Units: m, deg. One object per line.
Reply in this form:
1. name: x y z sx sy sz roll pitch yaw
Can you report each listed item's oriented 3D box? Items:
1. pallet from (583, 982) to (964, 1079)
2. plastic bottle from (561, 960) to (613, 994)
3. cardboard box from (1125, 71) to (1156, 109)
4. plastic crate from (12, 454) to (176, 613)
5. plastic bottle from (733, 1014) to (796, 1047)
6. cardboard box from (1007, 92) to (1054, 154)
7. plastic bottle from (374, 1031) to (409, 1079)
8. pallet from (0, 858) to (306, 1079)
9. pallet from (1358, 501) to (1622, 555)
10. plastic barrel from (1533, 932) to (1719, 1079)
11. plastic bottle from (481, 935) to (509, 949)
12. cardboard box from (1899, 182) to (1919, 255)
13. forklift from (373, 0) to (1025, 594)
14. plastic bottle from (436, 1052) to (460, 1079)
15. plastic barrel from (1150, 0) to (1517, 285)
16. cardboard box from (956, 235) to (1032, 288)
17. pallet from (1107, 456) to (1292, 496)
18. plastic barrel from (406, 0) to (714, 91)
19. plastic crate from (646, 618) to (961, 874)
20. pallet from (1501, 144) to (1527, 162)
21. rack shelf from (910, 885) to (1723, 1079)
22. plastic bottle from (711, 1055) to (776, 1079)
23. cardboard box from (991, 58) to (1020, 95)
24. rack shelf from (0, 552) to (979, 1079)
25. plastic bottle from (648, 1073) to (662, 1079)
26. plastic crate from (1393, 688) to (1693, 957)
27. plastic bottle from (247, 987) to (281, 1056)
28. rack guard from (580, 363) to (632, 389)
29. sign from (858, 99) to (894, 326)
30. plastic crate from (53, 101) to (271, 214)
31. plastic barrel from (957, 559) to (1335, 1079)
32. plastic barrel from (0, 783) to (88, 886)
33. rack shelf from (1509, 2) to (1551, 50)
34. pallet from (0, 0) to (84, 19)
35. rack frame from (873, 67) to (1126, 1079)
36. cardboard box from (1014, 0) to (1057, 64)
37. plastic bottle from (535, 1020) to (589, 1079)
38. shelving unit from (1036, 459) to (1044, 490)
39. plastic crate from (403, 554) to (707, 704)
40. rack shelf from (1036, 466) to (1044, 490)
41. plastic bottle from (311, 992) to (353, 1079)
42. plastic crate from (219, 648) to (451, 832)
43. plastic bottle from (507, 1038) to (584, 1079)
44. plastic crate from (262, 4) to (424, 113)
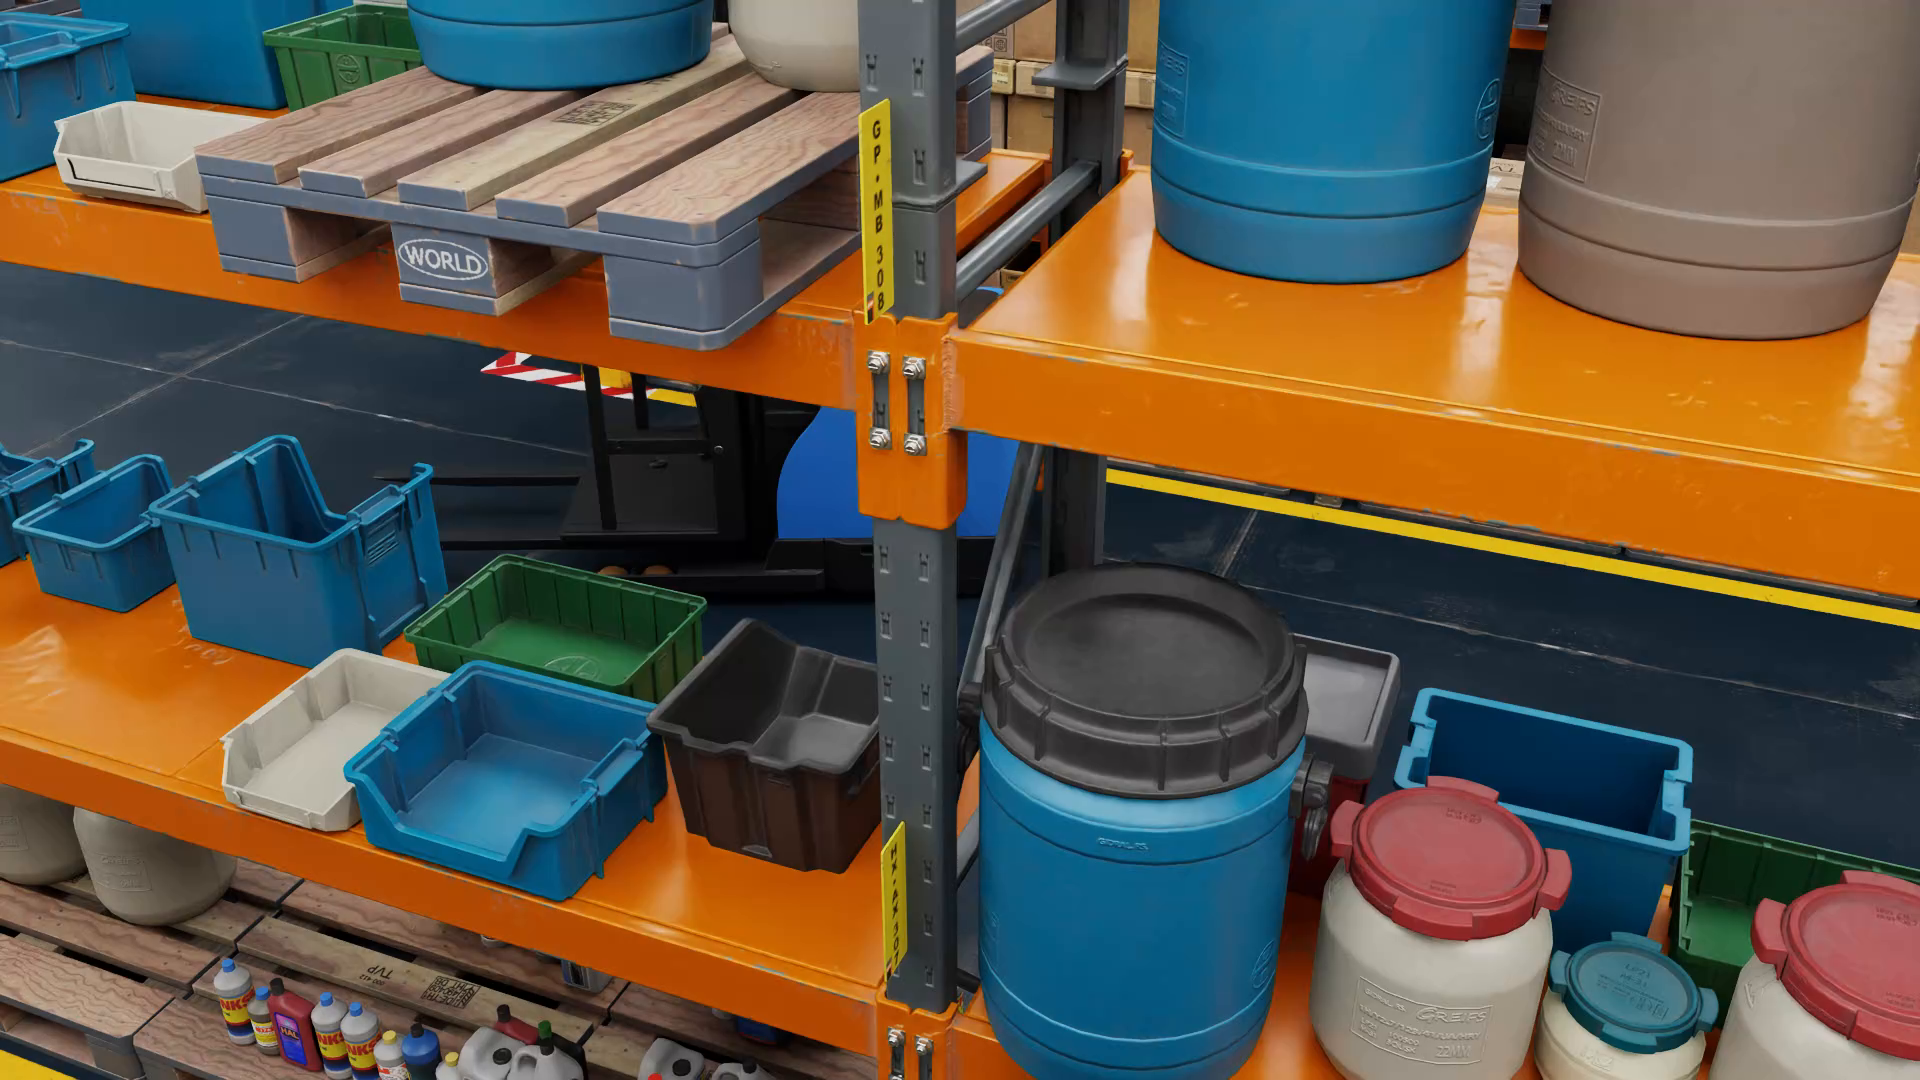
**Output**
1. pallet: -0.515 1.638 4.637 1.213 0.211 1.003 11 31 19
2. plastic bottle: -1.102 1.182 4.931 0.135 0.276 0.152 11 31 19
3. cardboard box: 0.909 -2.111 7.675 0.250 0.149 0.380 11 31 19
4. plastic crate: -2.439 -0.029 4.903 0.408 0.251 0.499 11 31 19
5. plastic bottle: -0.555 1.257 4.723 0.185 0.351 0.144 11 31 19
6. cardboard box: 0.589 -2.002 8.142 0.500 0.500 0.700 12 32 20
7. plastic bottle: -1.550 1.432 4.565 0.097 0.201 0.097 0 29 0
8. pallet: -2.776 1.187 5.435 1.213 0.211 1.003 11 31 19
9. pallet: 2.655 -0.358 8.168 1.213 0.211 1.003 11 31 19
10. plastic barrel: 1.260 0.943 3.174 0.301 0.262 0.301 0 29 0
11. plastic bottle: -1.426 1.139 5.083 0.097 0.201 0.097 0 29 0
12. cardboard box: 4.103 -1.297 6.894 0.500 0.500 0.500 10 31 16
13. forklift: -1.242 -1.257 6.996 3.031 2.935 1.130 -1 29 -1
14. plastic bottle: -1.360 1.470 4.497 0.097 0.201 0.097 0 29 0
15. plastic barrel: 0.644 -0.961 2.844 0.708 0.901 0.600 11 31 19
16. cardboard box: 0.053 -1.263 8.542 0.500 0.500 0.500 11 31 19
17. pallet: 1.236 -0.642 8.672 1.213 0.211 1.003 11 31 19
18. plastic barrel: -0.790 -1.372 3.145 0.708 0.901 0.600 11 31 19
19. plastic crate: -0.346 0.440 3.986 0.504 0.338 0.767 11 31 19
20. pallet: 4.538 -2.592 12.122 1.213 0.211 1.003 11 31 19
21. rack shelf: 1.945 1.251 3.220 4.000 0.370 1.077 11 31 19
22. plastic bottle: -0.559 1.476 4.335 0.185 0.351 0.144 11 31 19
23. cardboard box: 0.202 -2.252 7.925 0.250 0.149 0.380 12 32 21
24. rack shelf: -1.762 0.511 4.529 4.000 0.370 1.077 11 31 19
25. plastic bottle: -0.791 1.506 4.282 0.185 0.351 0.144 10 31 17
26. plastic crate: 1.231 0.637 3.591 0.575 0.384 0.392 11 31 19
27. plastic bottle: -1.956 1.351 4.708 0.097 0.201 0.097 0 29 0
28. rack guard: -1.771 -1.346 9.624 0.348 0.500 1.175 11 31 19
29. sign: -0.126 -0.493 2.517 0.005 0.325 0.100 11 31 19
30. plastic crate: -1.548 -0.736 3.223 0.396 0.136 0.243 11 31 19
31. plastic barrel: 0.336 0.559 3.203 0.708 0.901 0.600 11 31 19
32. plastic barrel: -2.976 0.815 5.361 0.421 0.512 0.421 0 29 0
33. rack shelf: 5.670 -3.266 11.211 4.000 0.370 1.077 11 31 19
34. pallet: -2.885 -1.198 3.965 1.213 0.211 1.003 11 31 19
35. rack frame: 0.092 0.568 3.697 0.127 3.000 1.000 11 31 19
36. cardboard box: 0.611 -2.563 7.817 0.500 0.500 0.700 11 31 19
37. plastic bottle: -1.076 1.424 4.495 0.133 0.283 0.061 11 31 19
38. shelving unit: 0.370 -0.532 7.471 0.189 1.200 0.258 -1 29 -1
39. plastic crate: -1.060 0.280 4.421 0.662 0.188 0.450 11 31 19
40. rack shelf: 0.370 -0.284 7.611 0.180 0.103 0.258 -1 29 -1
41. plastic bottle: -1.734 1.365 4.613 0.097 0.271 0.097 0 29 0
42. plastic crate: -1.508 0.498 4.089 0.437 0.136 0.530 11 31 19
43. plastic bottle: -1.091 1.446 4.388 0.185 0.351 0.144 11 31 19
44. plastic crate: -1.268 -1.062 3.747 0.450 0.188 0.336 11 31 19
